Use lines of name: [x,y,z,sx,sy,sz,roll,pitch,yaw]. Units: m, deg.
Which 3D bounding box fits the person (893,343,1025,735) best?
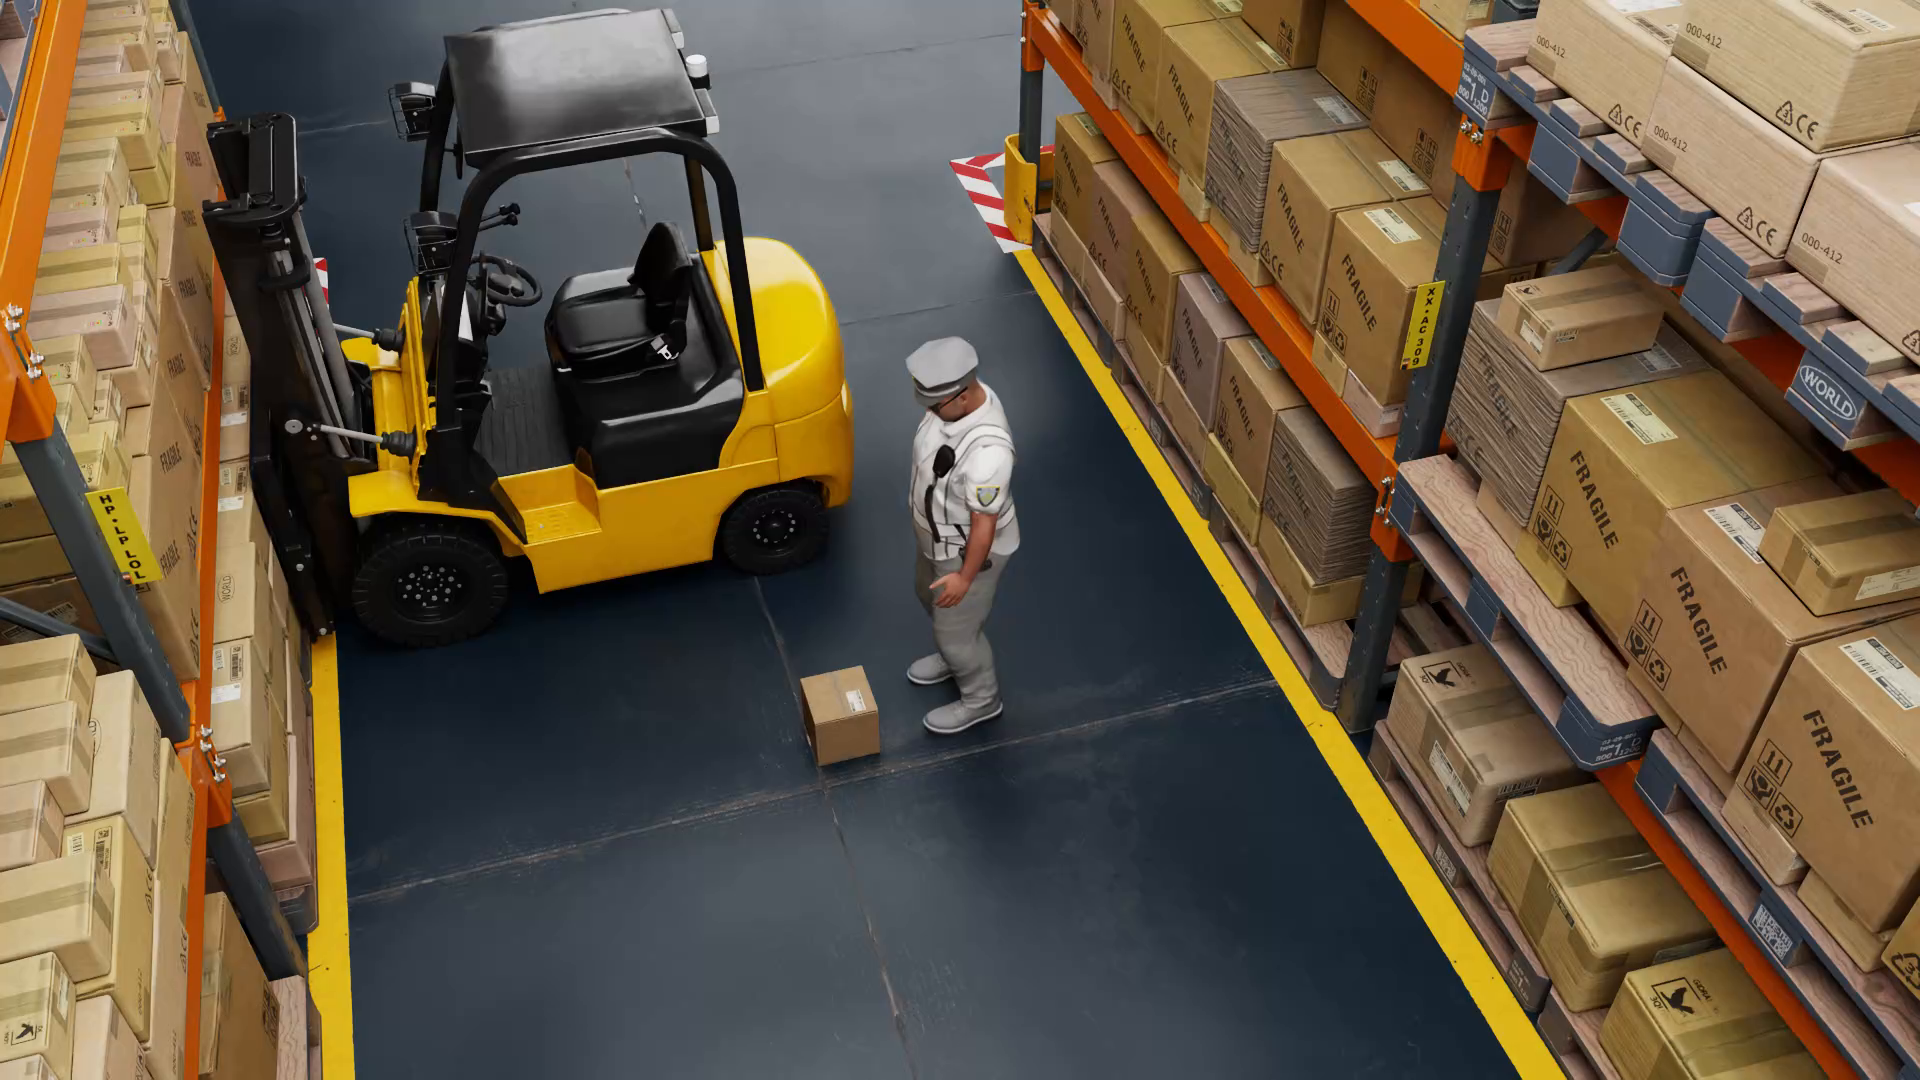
person: [0.000,0.010,6.180,0.457,1.716,0.550,-11,43,-12]
